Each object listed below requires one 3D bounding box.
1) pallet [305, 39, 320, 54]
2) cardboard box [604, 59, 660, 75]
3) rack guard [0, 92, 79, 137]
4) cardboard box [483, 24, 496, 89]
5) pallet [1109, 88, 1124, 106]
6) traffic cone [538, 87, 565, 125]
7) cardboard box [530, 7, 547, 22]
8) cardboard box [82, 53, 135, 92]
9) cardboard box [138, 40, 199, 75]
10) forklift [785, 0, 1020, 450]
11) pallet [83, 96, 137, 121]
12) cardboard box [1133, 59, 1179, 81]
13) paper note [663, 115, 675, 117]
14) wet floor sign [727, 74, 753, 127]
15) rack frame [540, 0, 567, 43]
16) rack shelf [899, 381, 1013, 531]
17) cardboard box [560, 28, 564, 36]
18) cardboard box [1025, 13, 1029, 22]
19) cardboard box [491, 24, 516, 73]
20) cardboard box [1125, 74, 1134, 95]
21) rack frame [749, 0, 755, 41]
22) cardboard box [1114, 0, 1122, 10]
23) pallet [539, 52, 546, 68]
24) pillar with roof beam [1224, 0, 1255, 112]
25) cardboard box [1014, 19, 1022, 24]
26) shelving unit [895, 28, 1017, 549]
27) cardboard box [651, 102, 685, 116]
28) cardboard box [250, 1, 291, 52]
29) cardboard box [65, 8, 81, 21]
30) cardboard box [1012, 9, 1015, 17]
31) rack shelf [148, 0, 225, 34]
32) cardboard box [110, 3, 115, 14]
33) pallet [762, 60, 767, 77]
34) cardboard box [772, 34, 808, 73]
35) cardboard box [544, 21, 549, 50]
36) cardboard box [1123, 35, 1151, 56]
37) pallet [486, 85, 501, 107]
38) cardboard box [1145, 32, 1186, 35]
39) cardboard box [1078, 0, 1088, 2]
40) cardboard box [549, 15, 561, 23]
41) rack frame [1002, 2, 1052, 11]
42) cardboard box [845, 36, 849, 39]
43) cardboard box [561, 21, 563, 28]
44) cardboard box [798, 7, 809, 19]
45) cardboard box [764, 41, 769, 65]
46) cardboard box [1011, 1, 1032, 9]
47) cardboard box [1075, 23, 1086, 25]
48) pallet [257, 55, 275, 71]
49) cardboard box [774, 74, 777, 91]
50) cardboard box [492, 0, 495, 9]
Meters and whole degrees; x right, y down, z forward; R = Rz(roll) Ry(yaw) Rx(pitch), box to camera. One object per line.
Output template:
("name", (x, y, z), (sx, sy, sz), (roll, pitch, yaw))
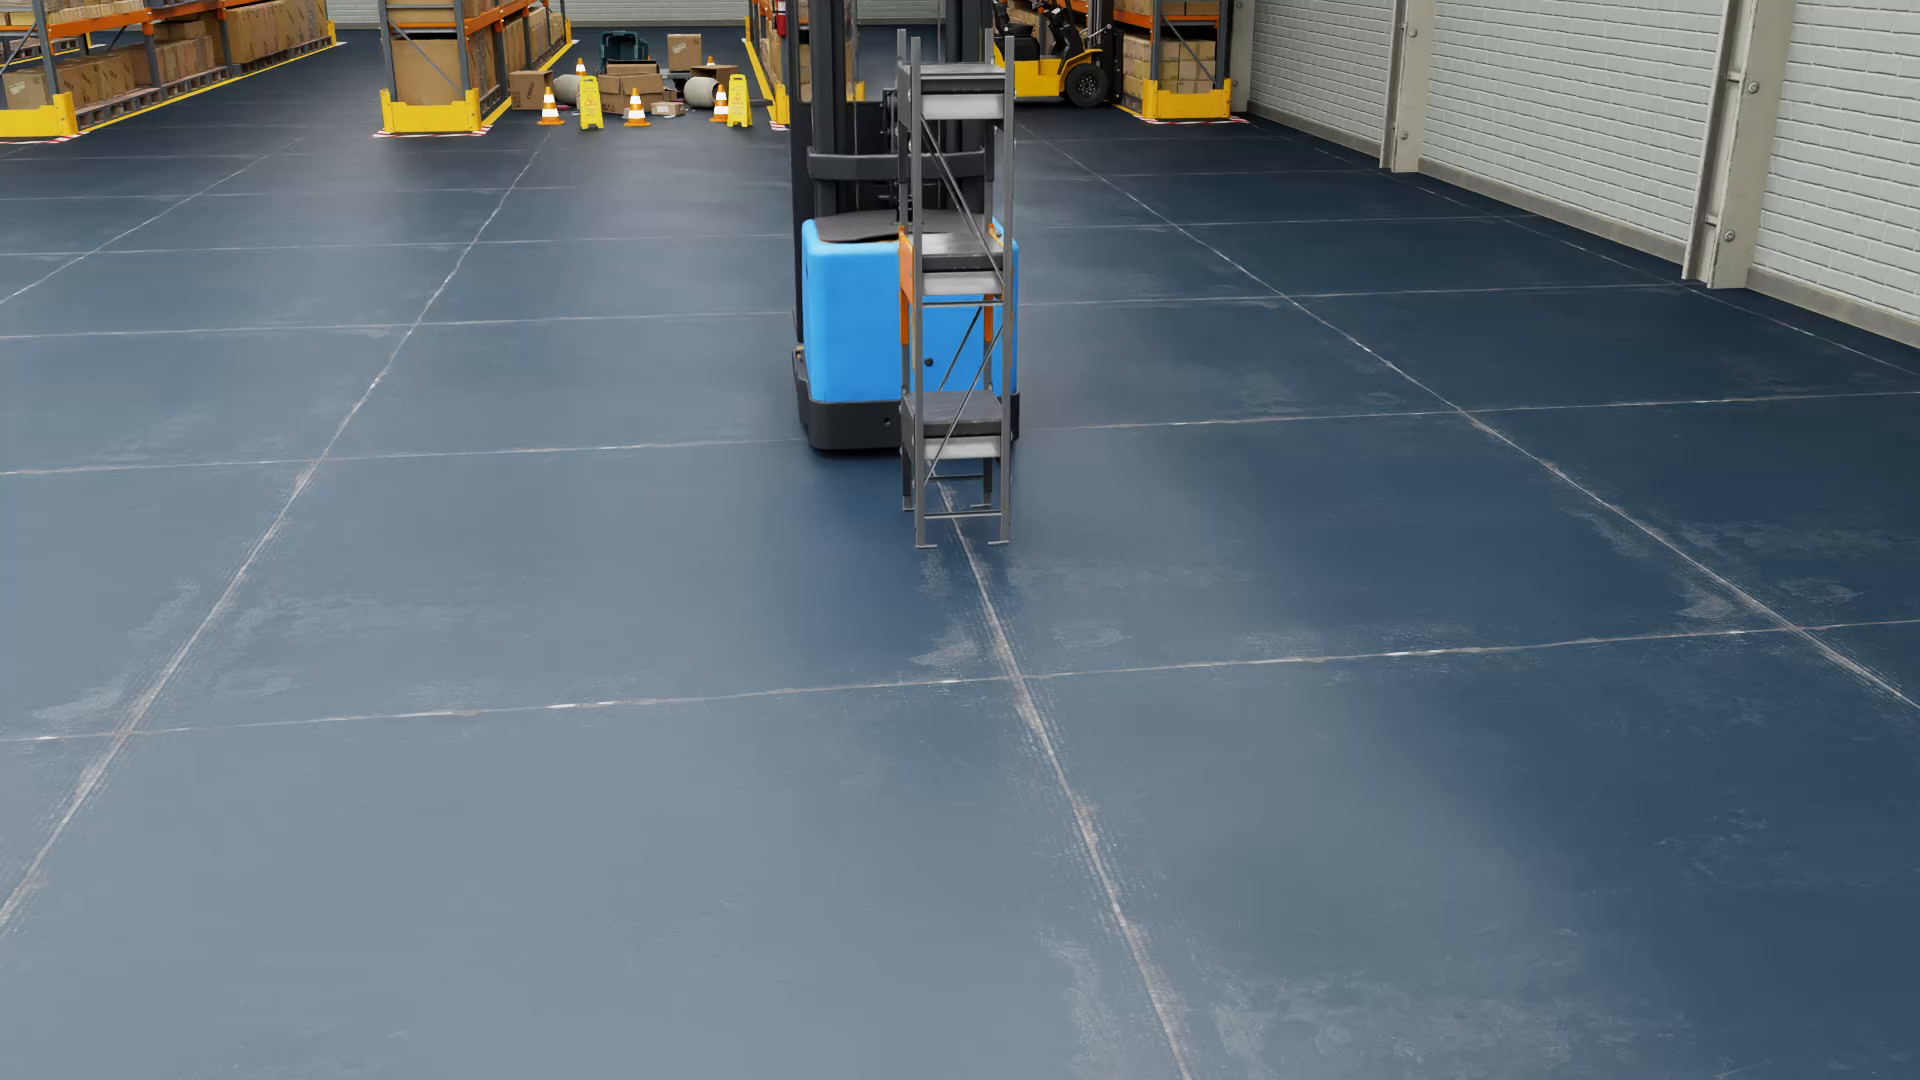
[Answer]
("pallet", (-13.584, -9.970, 33.607), (1.003, 0.211, 1.213), (-3, 21, -8))
("cardboard box", (-4.738, -6.628, 24.050), (0.797, 0.637, 0.503), (-3, 21, -8))
("rack guard", (-11.654, -5.286, 20.654), (1.175, 0.500, 0.348), (-3, 21, -8))
("cardboard box", (-7.276, -7.011, 24.136), (0.875, 0.875, 0.875), (-3, 21, -7))
("pallet", (2.750, -6.560, 24.478), (1.003, 0.211, 1.213), (-3, 21, -8))
("traffic cone", (-5.392, -5.713, 21.850), (0.336, 0.463, 0.334), (-3, 21, -8))
("cardboard box", (-8.093, -9.932, 31.423), (0.500, 0.250, 0.500), (-3, 21, -9))
("cardboard box", (-12.202, -6.701, 23.842), (0.500, 0.500, 0.500), (-4, 21, -9))
("cardboard box", (-12.499, -7.617, 26.267), (0.700, 0.500, 0.500), (-1, 21, -3))
("forklift", (-0.403, -2.294, 9.170), (1.130, 2.935, 3.031), (-3, 21, -7))
("pallet", (-11.909, -5.855, 22.591), (1.003, 0.211, 1.213), (-3, 21, -8))
("cardboard box", (2.695, -6.478, 22.887), (0.500, 0.250, 0.500), (-3, 21, -8))
("paper note", (-3.943, -5.766, 22.612), (0.148, 0.019, 0.142), (-11, 23, -26))
("wet floor sign", (-2.868, -5.708, 21.576), (0.267, 0.644, 0.232), (4, 21, 11))
("rack frame", (-9.027, -12.185, 35.555), (1.000, 3.000, 0.127), (-3, 21, -8))
("rack shelf", (-0.024, -0.372, 7.252), (0.431, 0.518, 0.480), (-3, 21, -8))
("cardboard box", (-8.607, -10.791, 35.295), (0.380, 0.149, 0.250), (-2, 21, -6))
("cardboard box", (1.436, -9.900, 31.481), (0.380, 0.149, 0.250), (-4, 21, -10))
("cardboard box", (-7.611, -7.718, 26.209), (1.050, 0.750, 0.750), (-3, 21, -8))
("cardboard box", (2.632, -6.410, 23.421), (0.500, 0.250, 0.500), (-3, 21, -8))
("rack frame", (-4.143, -12.470, 36.317), (1.000, 3.000, 0.127), (-3, 21, -8))
("cardboard box", (2.521, -7.917, 23.983), (0.500, 0.500, 0.500), (-3, 21, -7))
("pallet", (-8.157, -8.801, 30.479), (1.003, 0.211, 1.213), (-3, 21, -8))
("pillar with roof beam", (-0.394, -10.062, 21.294), (9.100, 9.000, 0.400), (-3, 21, -8))
("cardboard box", (1.346, -9.827, 32.212), (0.500, 0.500, 0.500), (-4, 21, -9))
("shelving unit", (-0.024, -1.041, 7.002), (0.431, 2.100, 0.503), (-3, 21, -8))
("cardboard box", (-4.024, -5.947, 22.925), (0.380, 0.149, 0.250), (8, 22, 20))
("cardboard box", (-13.261, -9.566, 30.978), (1.225, 0.875, 0.875), (-3, 21, -8))
("cardboard box", (-11.572, -6.771, 21.416), (0.380, 0.149, 0.250), (-3, 21, -8))
("cardboard box", (1.250, -10.437, 32.918), (0.380, 0.149, 0.250), (-3, 21, -9))
("rack shelf", (-12.508, -8.171, 25.834), (1.077, 0.370, 4.000), (-3, 21, -8))
("cardboard box", (-11.843, -7.287, 22.800), (0.380, 0.149, 0.250), (-3, 21, -8))
("pallet", (-2.879, -8.123, 28.664), (1.003, 0.211, 1.213), (-3, 21, -8))
("cardboard box", (-2.434, -6.993, 23.910), (0.500, 0.500, 0.500), (-2, 21, -5))
("cardboard box", (-8.094, -9.583, 31.558), (0.500, 0.500, 0.500), (-3, 21, -9))
("cardboard box", (2.538, -7.053, 23.715), (0.500, 0.250, 0.500), (-3, 21, -7))
("pallet", (-7.265, -6.457, 24.203), (1.003, 0.211, 1.213), (-3, 21, -8))
("cardboard box", (2.989, -7.259, 24.266), (0.500, 0.250, 0.500), (-3, 21, -9))
("cardboard box", (2.167, -8.658, 26.324), (0.500, 0.250, 0.500), (-2, 21, -7))
("cardboard box", (-8.489, -10.799, 34.466), (0.380, 0.149, 0.250), (-2, 21, -6))
("rack frame", (1.345, -11.337, 33.282), (1.000, 3.000, 0.127), (-3, 21, -8))
("cardboard box", (-1.827, -6.847, 23.518), (0.500, 0.500, 0.500), (-3, 21, -7))
("cardboard box", (-8.668, -11.018, 35.477), (0.380, 0.149, 0.250), (-3, 21, -9))
("cardboard box", (-2.102, -6.931, 21.846), (0.380, 0.149, 0.250), (-2, 21, -6))
("cardboard box", (-2.804, -8.215, 28.079), (0.950, 0.372, 0.625), (-3, 21, -9))
("cardboard box", (1.218, -10.581, 32.878), (0.380, 0.149, 0.250), (-4, 21, -10))
("cardboard box", (2.100, -8.594, 28.732), (0.875, 0.625, 0.625), (-2, 21, -6))
("pallet", (-13.008, -8.592, 29.920), (1.003, 0.211, 1.213), (-3, 21, -8))
("cardboard box", (-2.367, -6.466, 23.571), (0.500, 0.250, 0.500), (-4, 21, -10))
("cardboard box", (-7.232, -7.974, 24.064), (0.875, 0.550, 0.550), (-3, 21, -8))
